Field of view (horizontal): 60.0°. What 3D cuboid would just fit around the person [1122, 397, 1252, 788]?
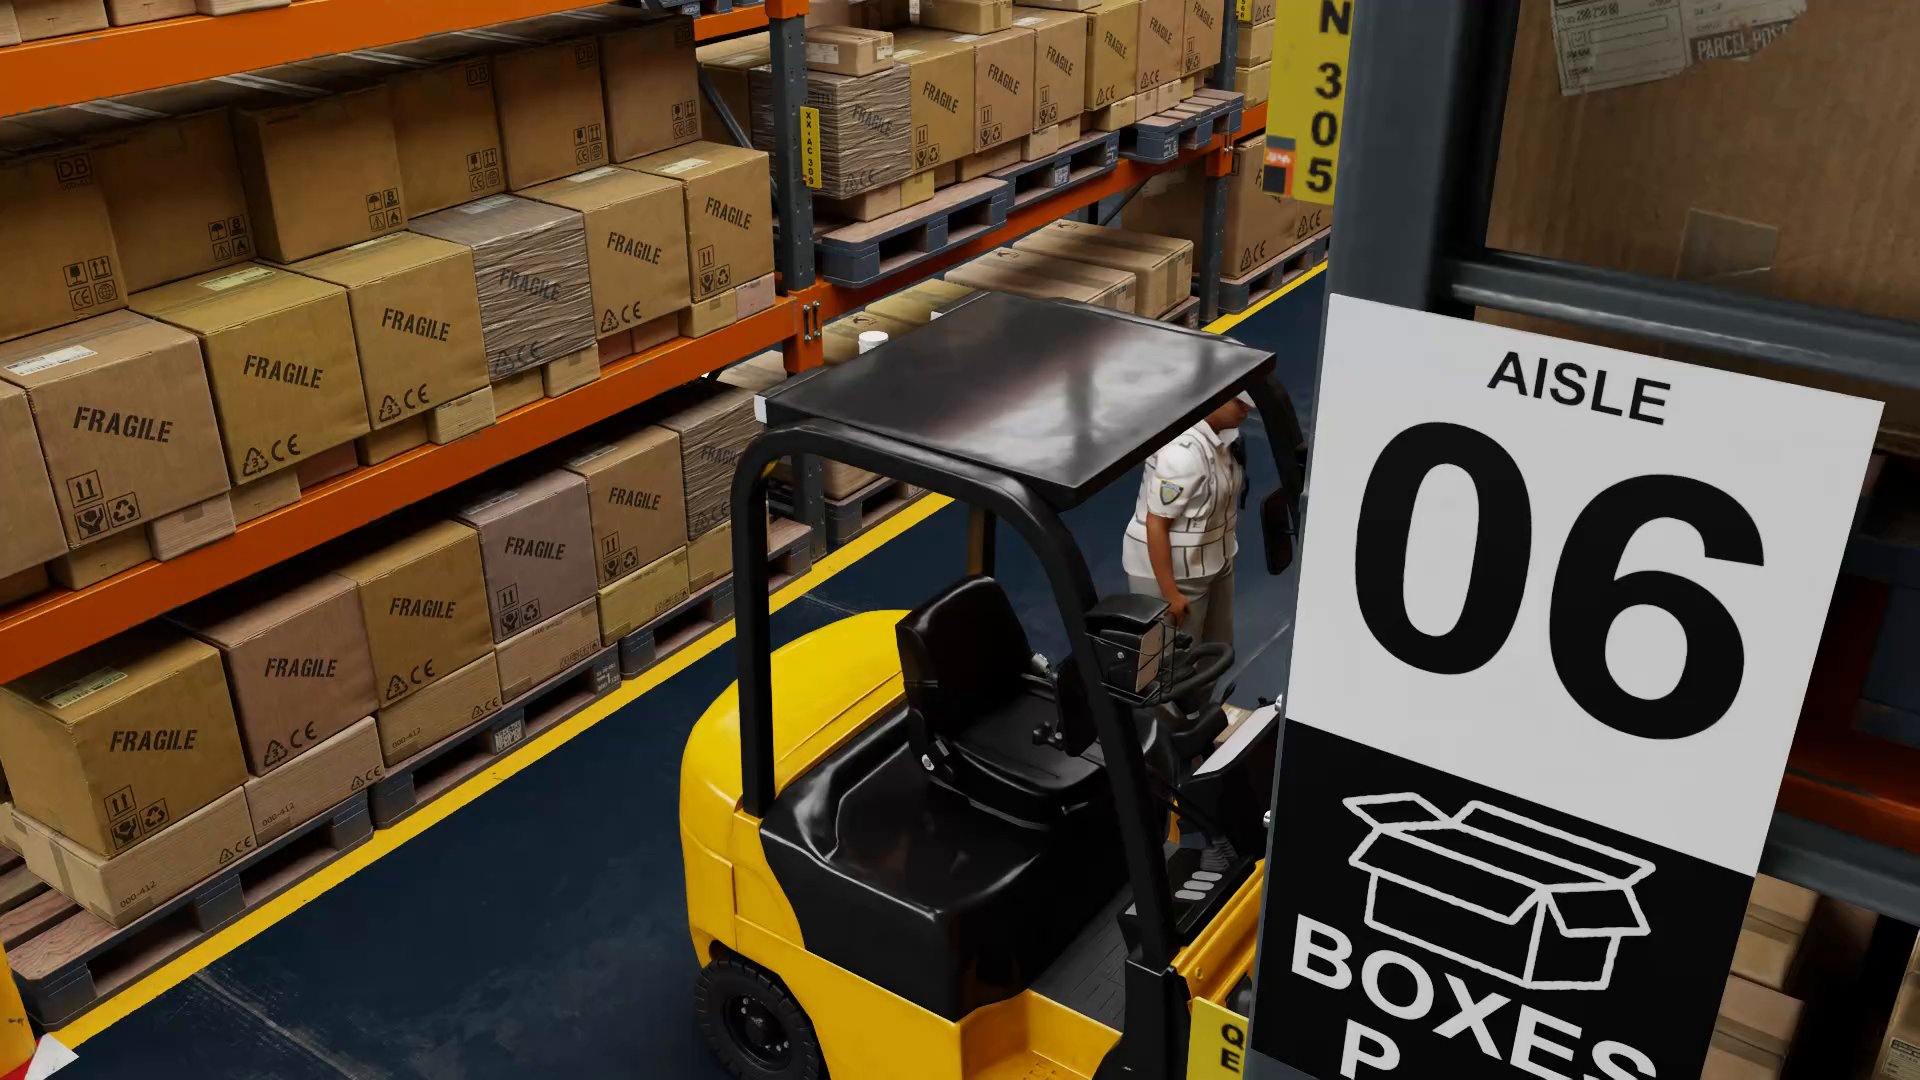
[{"bbox_3d":[0.798,0.113,5.906,0.401,1.651,0.540,16,31,29],"label":"person"}]
